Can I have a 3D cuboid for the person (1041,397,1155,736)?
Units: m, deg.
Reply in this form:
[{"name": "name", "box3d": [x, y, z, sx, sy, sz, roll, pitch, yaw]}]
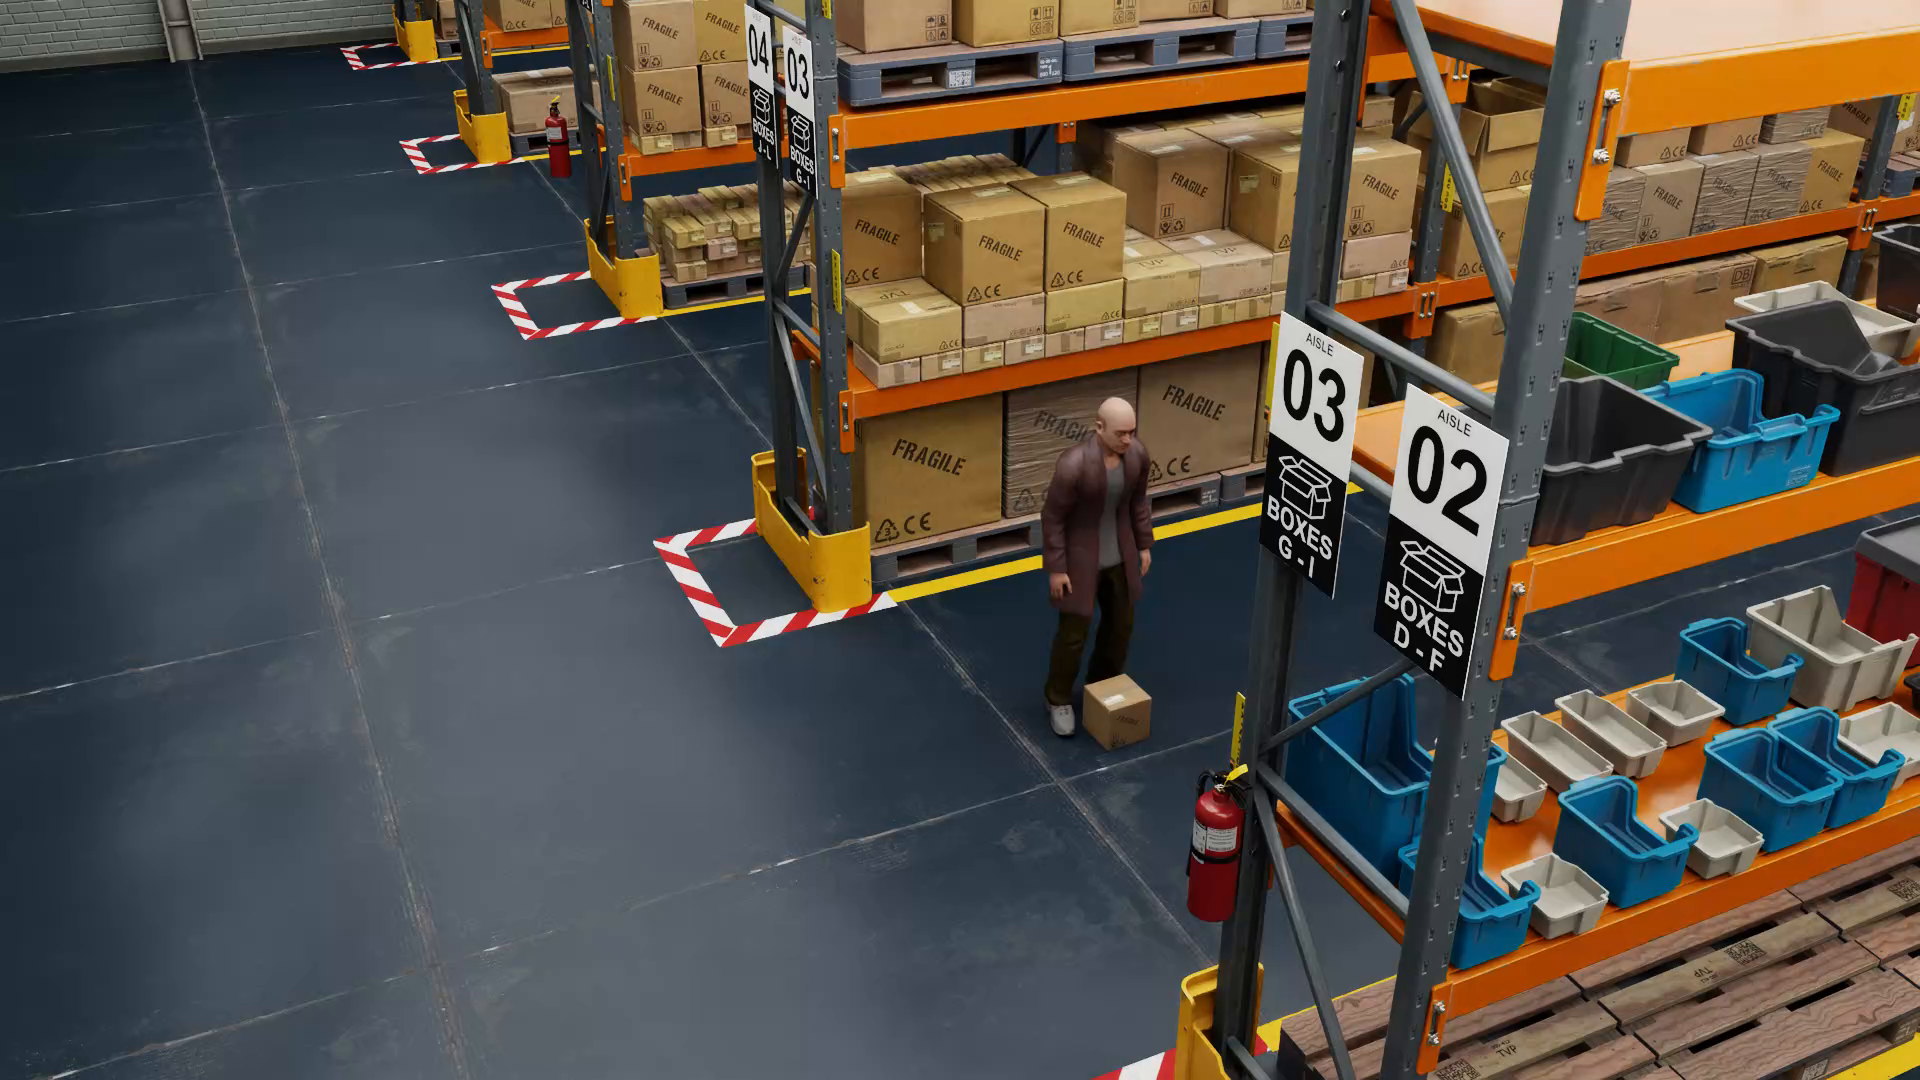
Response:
[{"name": "person", "box3d": [0.699, 0.098, 8.299, 0.651, 1.773, 0.428, -15, 32, -25]}]
